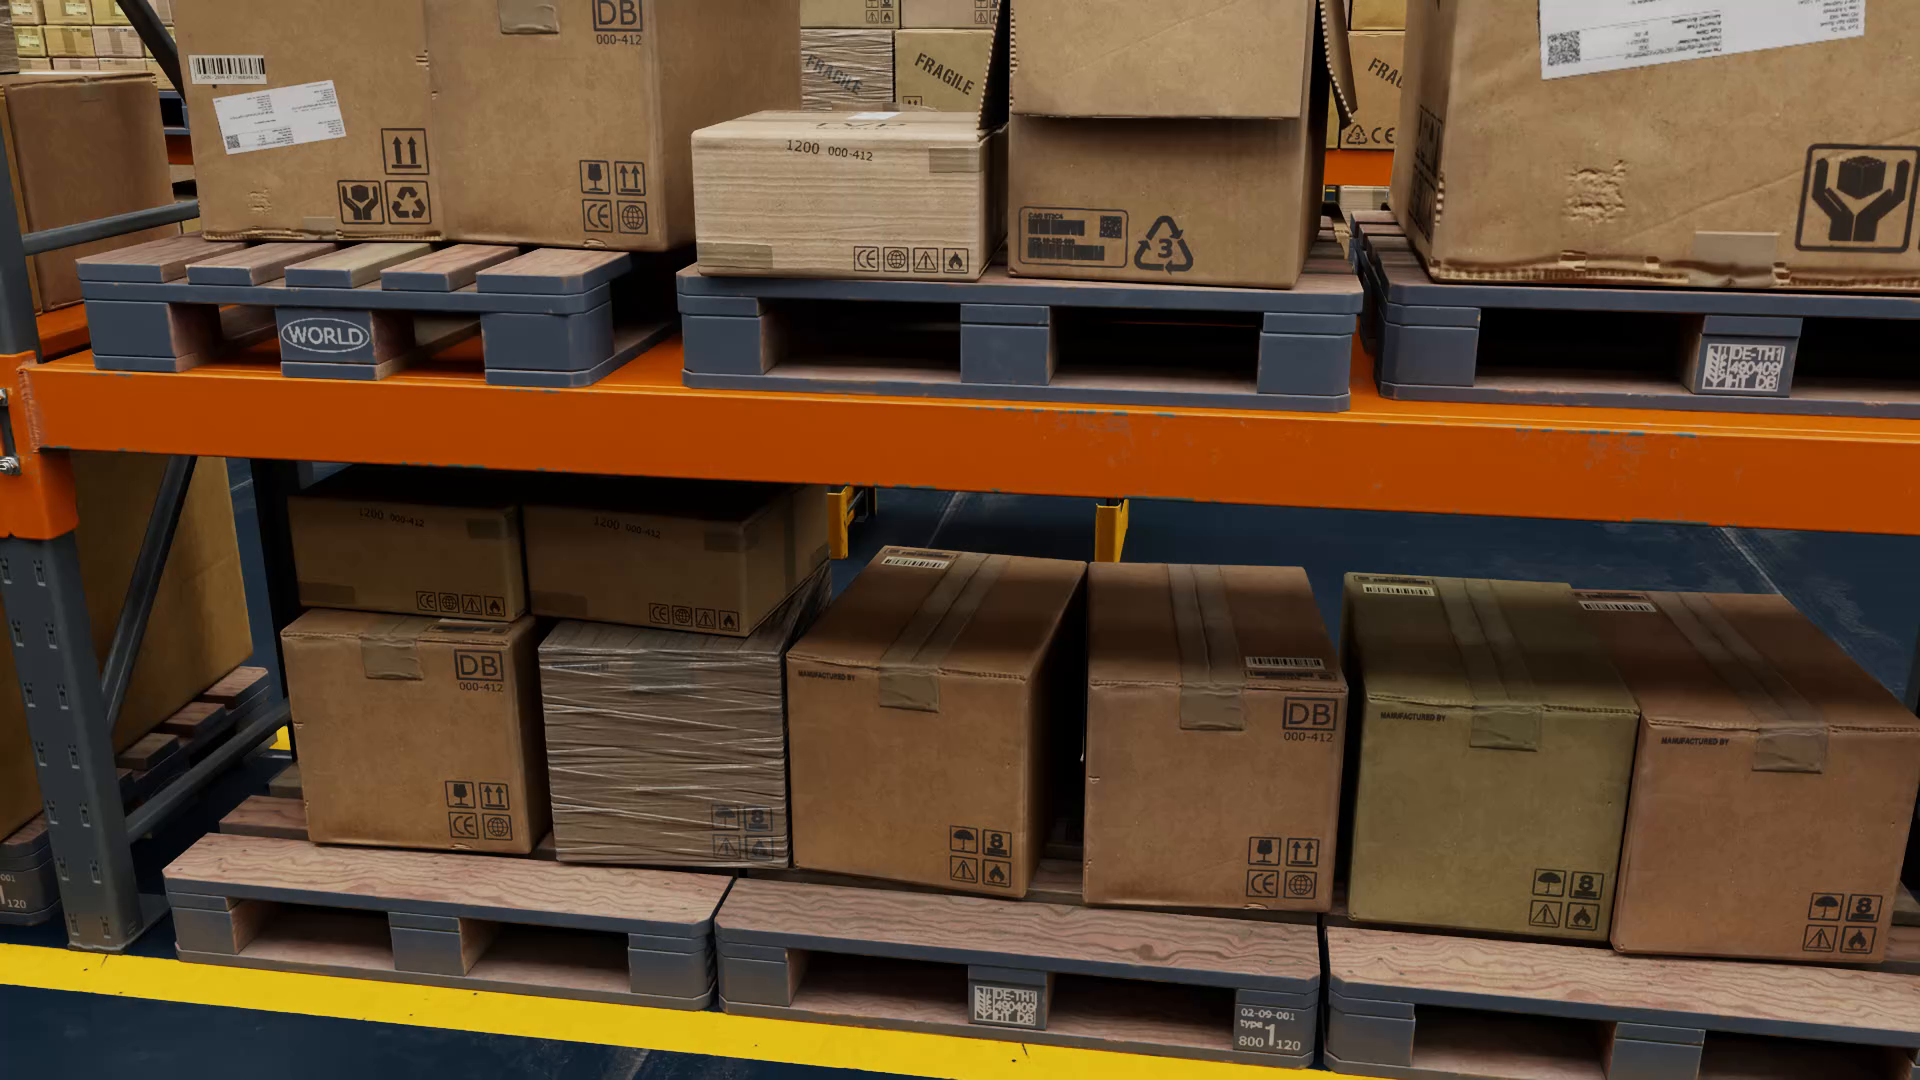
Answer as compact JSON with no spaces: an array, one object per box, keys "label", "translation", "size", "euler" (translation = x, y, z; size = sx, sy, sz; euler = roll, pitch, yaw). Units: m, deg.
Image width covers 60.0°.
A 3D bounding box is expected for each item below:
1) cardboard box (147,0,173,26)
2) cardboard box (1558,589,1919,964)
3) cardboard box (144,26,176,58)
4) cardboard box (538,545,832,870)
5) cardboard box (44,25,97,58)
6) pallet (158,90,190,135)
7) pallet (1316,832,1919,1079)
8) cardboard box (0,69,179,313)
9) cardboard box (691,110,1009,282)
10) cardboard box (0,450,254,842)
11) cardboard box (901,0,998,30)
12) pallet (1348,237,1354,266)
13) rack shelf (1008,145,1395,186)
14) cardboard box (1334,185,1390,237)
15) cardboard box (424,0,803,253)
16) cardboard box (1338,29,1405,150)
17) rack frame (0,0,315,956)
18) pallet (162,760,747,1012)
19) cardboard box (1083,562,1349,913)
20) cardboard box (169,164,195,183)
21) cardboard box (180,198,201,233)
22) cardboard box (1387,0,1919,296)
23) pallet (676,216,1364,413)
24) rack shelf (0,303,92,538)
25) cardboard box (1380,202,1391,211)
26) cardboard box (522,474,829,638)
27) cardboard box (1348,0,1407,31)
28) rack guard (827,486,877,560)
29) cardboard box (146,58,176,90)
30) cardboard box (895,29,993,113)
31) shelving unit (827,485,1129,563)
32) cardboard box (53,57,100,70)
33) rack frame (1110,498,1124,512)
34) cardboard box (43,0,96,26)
[{"label":"cardboard box","translation":[-3.774,-2.589,8.111],"size":[0.250,0.149,0.380],"euler":[3,19,8]},{"label":"cardboard box","translation":[1.544,0.460,3.447],"size":[0.500,0.500,0.700],"euler":[1,19,4]},{"label":"cardboard box","translation":[-3.781,-2.449,8.161],"size":[0.250,0.149,0.380],"euler":[2,19,6]},{"label":"cardboard box","translation":[-0.588,0.348,3.782],"size":[0.500,0.500,0.700],"euler":[1,19,4]},{"label":"cardboard box","translation":[-4.293,-2.475,8.238],"size":[0.250,0.149,0.380],"euler":[3,19,8]},{"label":"pallet","translation":[-4.134,-2.255,8.619],"size":[1.213,0.211,1.003],"euler":[3,19,9]},{"label":"pallet","translation":[1.378,0.805,3.565],"size":[1.213,0.211,1.003],"euler":[3,19,9]},{"label":"cardboard box","translation":[-2.239,-0.837,3.921],"size":[0.500,0.500,0.500],"euler":[3,19,10]},{"label":"cardboard box","translation":[-0.184,-0.652,3.099],"size":[0.500,0.250,0.500],"euler":[2,19,7]},{"label":"cardboard box","translation":[-2.480,0.087,4.003],"size":[0.875,0.875,1.225],"euler":[2,19,6]},{"label":"cardboard box","translation":[0.026,-2.700,7.912],"size":[0.500,0.500,0.700],"euler":[3,19,8]},{"label":"pallet","translation":[2.950,-2.300,12.844],"size":[1.213,0.211,1.003],"euler":[3,19,9]},{"label":"rack shelf","translation":[1.059,-1.787,8.051],"size":[4.000,0.370,1.077],"euler":[3,19,9]},{"label":"cardboard box","translation":[3.201,-2.562,12.713],"size":[0.625,0.372,0.950],"euler":[3,19,9]},{"label":"cardboard box","translation":[-0.696,-0.915,3.492],"size":[0.500,0.500,0.700],"euler":[6,19,17]},{"label":"cardboard box","translation":[1.977,-2.043,7.524],"size":[0.500,0.500,0.500],"euler":[3,19,8]},{"label":"rack frame","translation":[-1.802,-0.680,3.609],"size":[0.127,3.000,1.000],"euler":[3,19,9]},{"label":"pallet","translation":[-1.031,0.682,3.932],"size":[1.213,0.211,1.003],"euler":[3,19,9]},{"label":"cardboard box","translation":[0.524,0.402,3.620],"size":[0.500,0.500,0.700],"euler":[1,19,4]},{"label":"cardboard box","translation":[-6.557,-3.126,14.296],"size":[0.875,0.438,0.875],"euler":[3,19,10]},{"label":"cardboard box","translation":[-3.651,-1.654,8.614],"size":[0.500,0.250,0.500],"euler":[3,19,10]},{"label":"cardboard box","translation":[1.385,-1.046,3.096],"size":[1.000,1.000,1.000],"euler":[3,19,9]},{"label":"pallet","translation":[0.159,-0.502,3.380],"size":[1.213,0.211,1.003],"euler":[3,19,9]},{"label":"rack shelf","translation":[-3.777,-0.440,4.024],"size":[4.000,0.370,1.077],"euler":[3,19,9]},{"label":"cardboard box","translation":[2.406,-1.163,7.936],"size":[0.750,0.750,1.050],"euler":[3,19,8]},{"label":"cardboard box","translation":[-0.611,-0.011,3.674],"size":[0.500,0.250,0.500],"euler":[5,19,15]},{"label":"cardboard box","translation":[2.034,-2.598,7.606],"size":[0.500,0.500,0.700],"euler":[3,19,8]},{"label":"rack guard","translation":[-0.416,-0.140,6.327],"size":[0.087,0.250,0.587],"euler":[3,19,9]},{"label":"cardboard box","translation":[-3.781,-2.308,8.207],"size":[0.250,0.149,0.380],"euler":[3,19,9]},{"label":"cardboard box","translation":[-0.013,-2.145,7.828],"size":[0.500,0.500,0.500],"euler":[3,19,8]},{"label":"shelving unit","translation":[0.075,-0.707,6.054],"size":[1.083,1.500,0.587],"euler":[3,19,9]},{"label":"cardboard box","translation":[-4.274,-2.334,8.287],"size":[0.250,0.149,0.380],"euler":[3,19,10]},{"label":"rack frame","translation":[0.586,-0.681,5.976],"size":[0.032,1.500,0.500],"euler":[3,19,9]},{"label":"cardboard box","translation":[-4.273,-2.617,8.192],"size":[0.250,0.149,0.380],"euler":[3,19,10]}]
